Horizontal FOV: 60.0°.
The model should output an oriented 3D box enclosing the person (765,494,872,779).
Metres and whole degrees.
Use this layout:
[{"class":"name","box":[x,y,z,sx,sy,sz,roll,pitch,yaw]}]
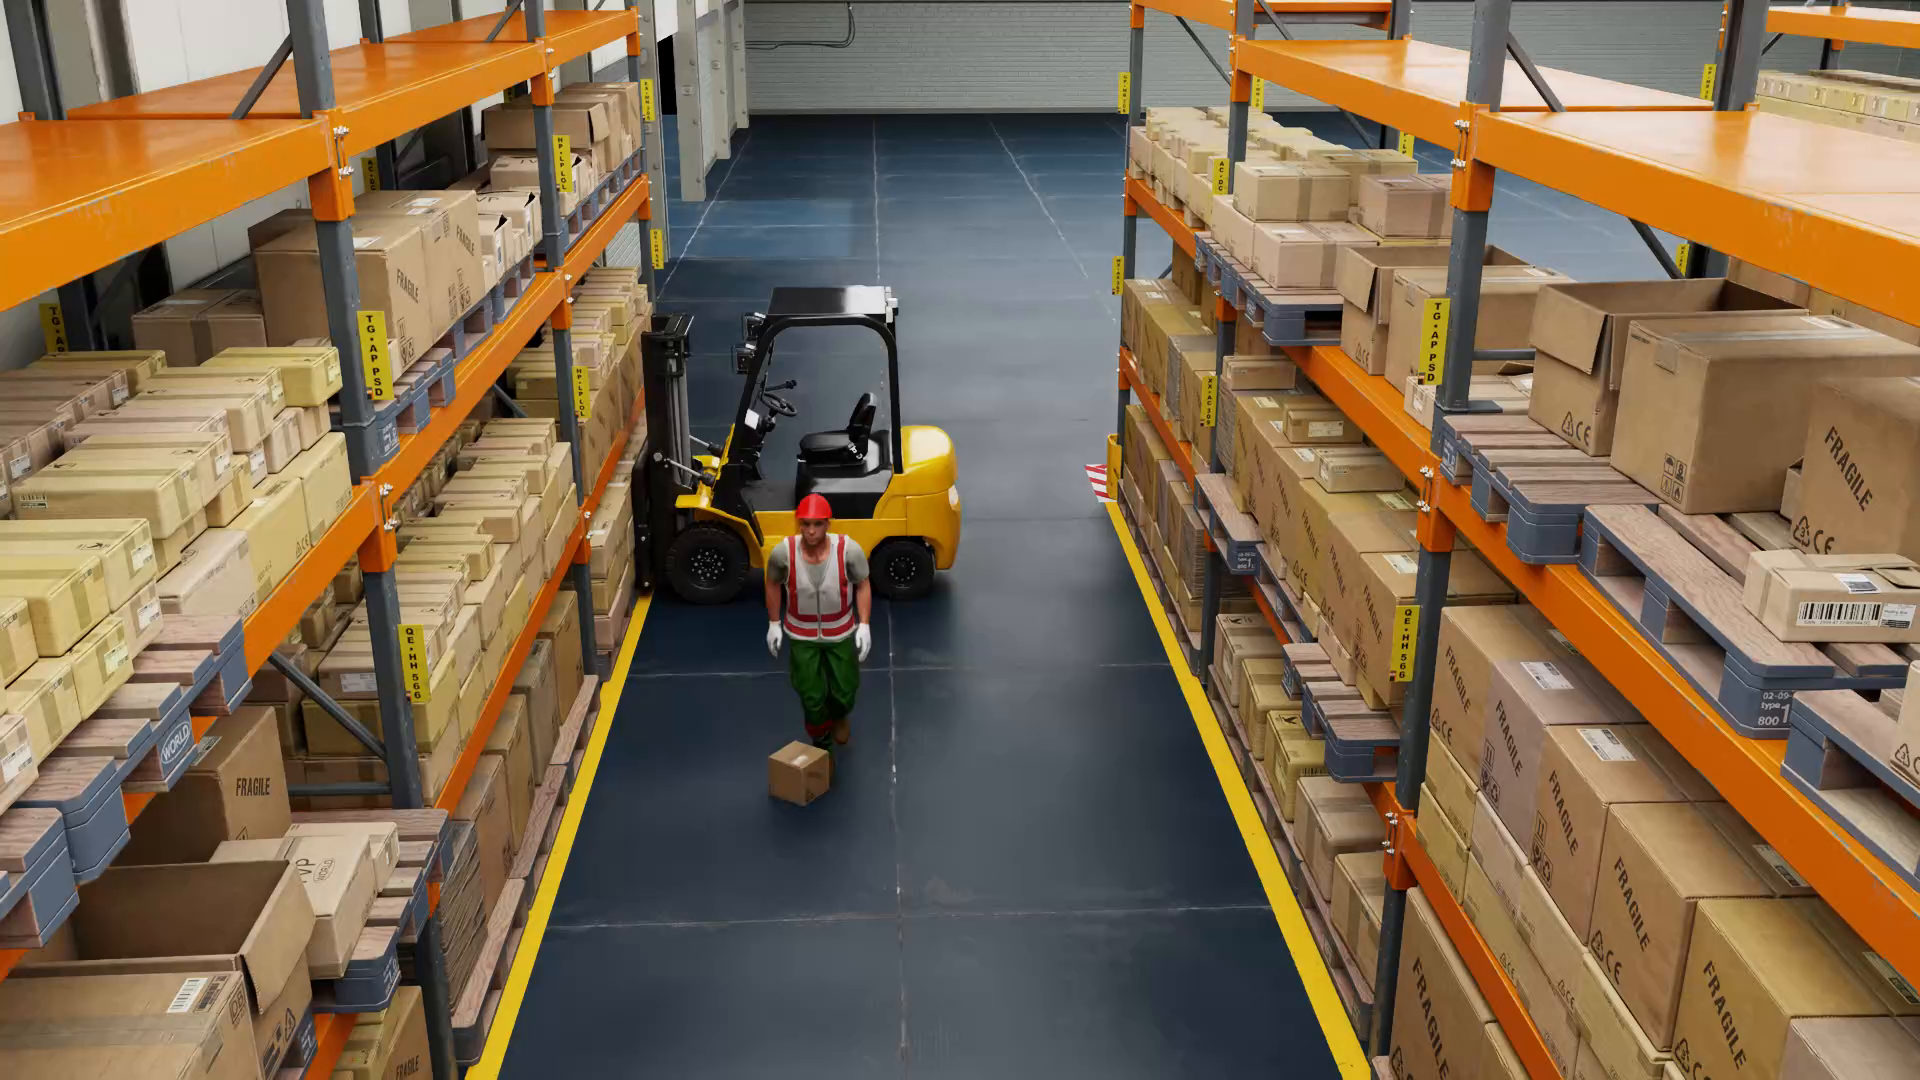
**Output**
[{"class":"person","box":[-0.822,0.521,9.628,0.600,1.765,0.645,-2,20,-6]}]
